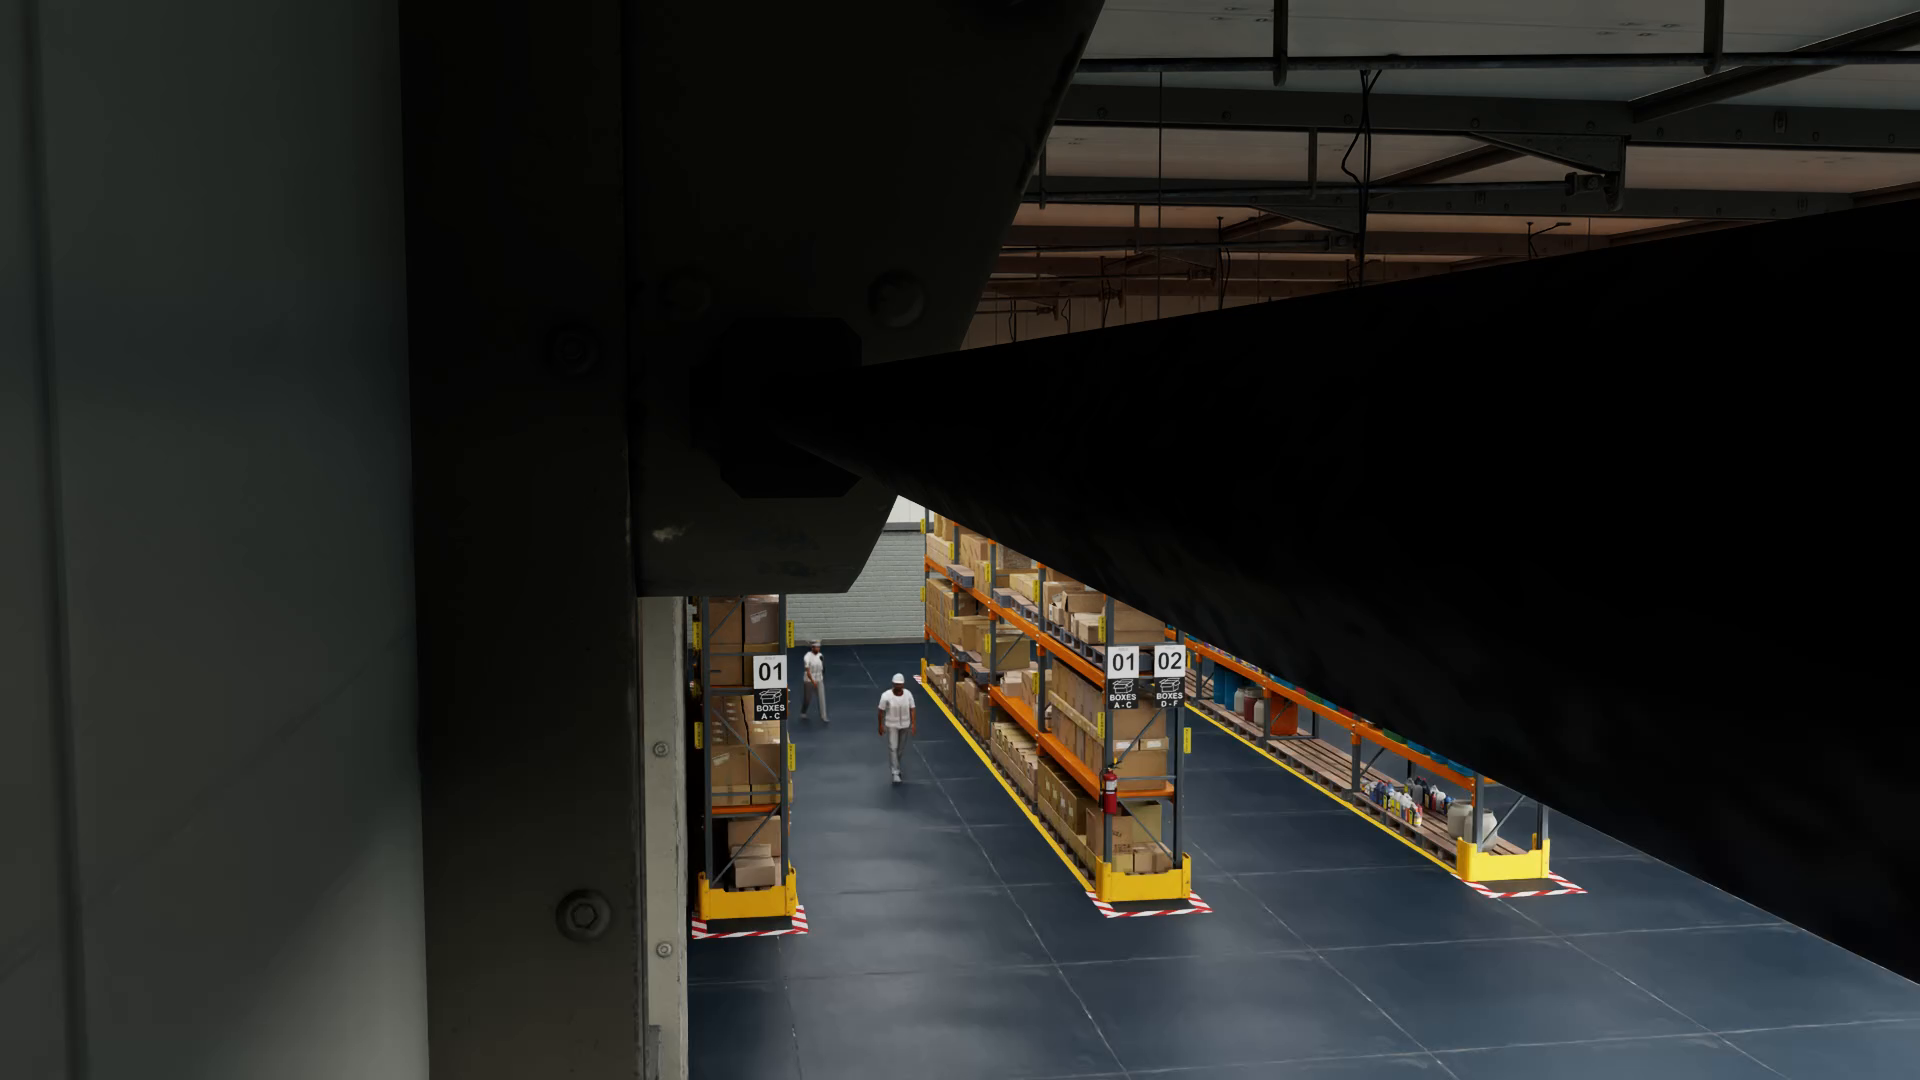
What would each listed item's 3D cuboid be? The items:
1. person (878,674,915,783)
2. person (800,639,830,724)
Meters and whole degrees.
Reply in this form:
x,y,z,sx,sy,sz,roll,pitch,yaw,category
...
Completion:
x,y,z,sx,sy,sz,roll,pitch,yaw,category
-0.996,3.048,27.262,0.584,1.712,0.989,-2,6,-24,person
-2.783,2.705,31.992,0.425,1.595,1.087,-3,6,-27,person
